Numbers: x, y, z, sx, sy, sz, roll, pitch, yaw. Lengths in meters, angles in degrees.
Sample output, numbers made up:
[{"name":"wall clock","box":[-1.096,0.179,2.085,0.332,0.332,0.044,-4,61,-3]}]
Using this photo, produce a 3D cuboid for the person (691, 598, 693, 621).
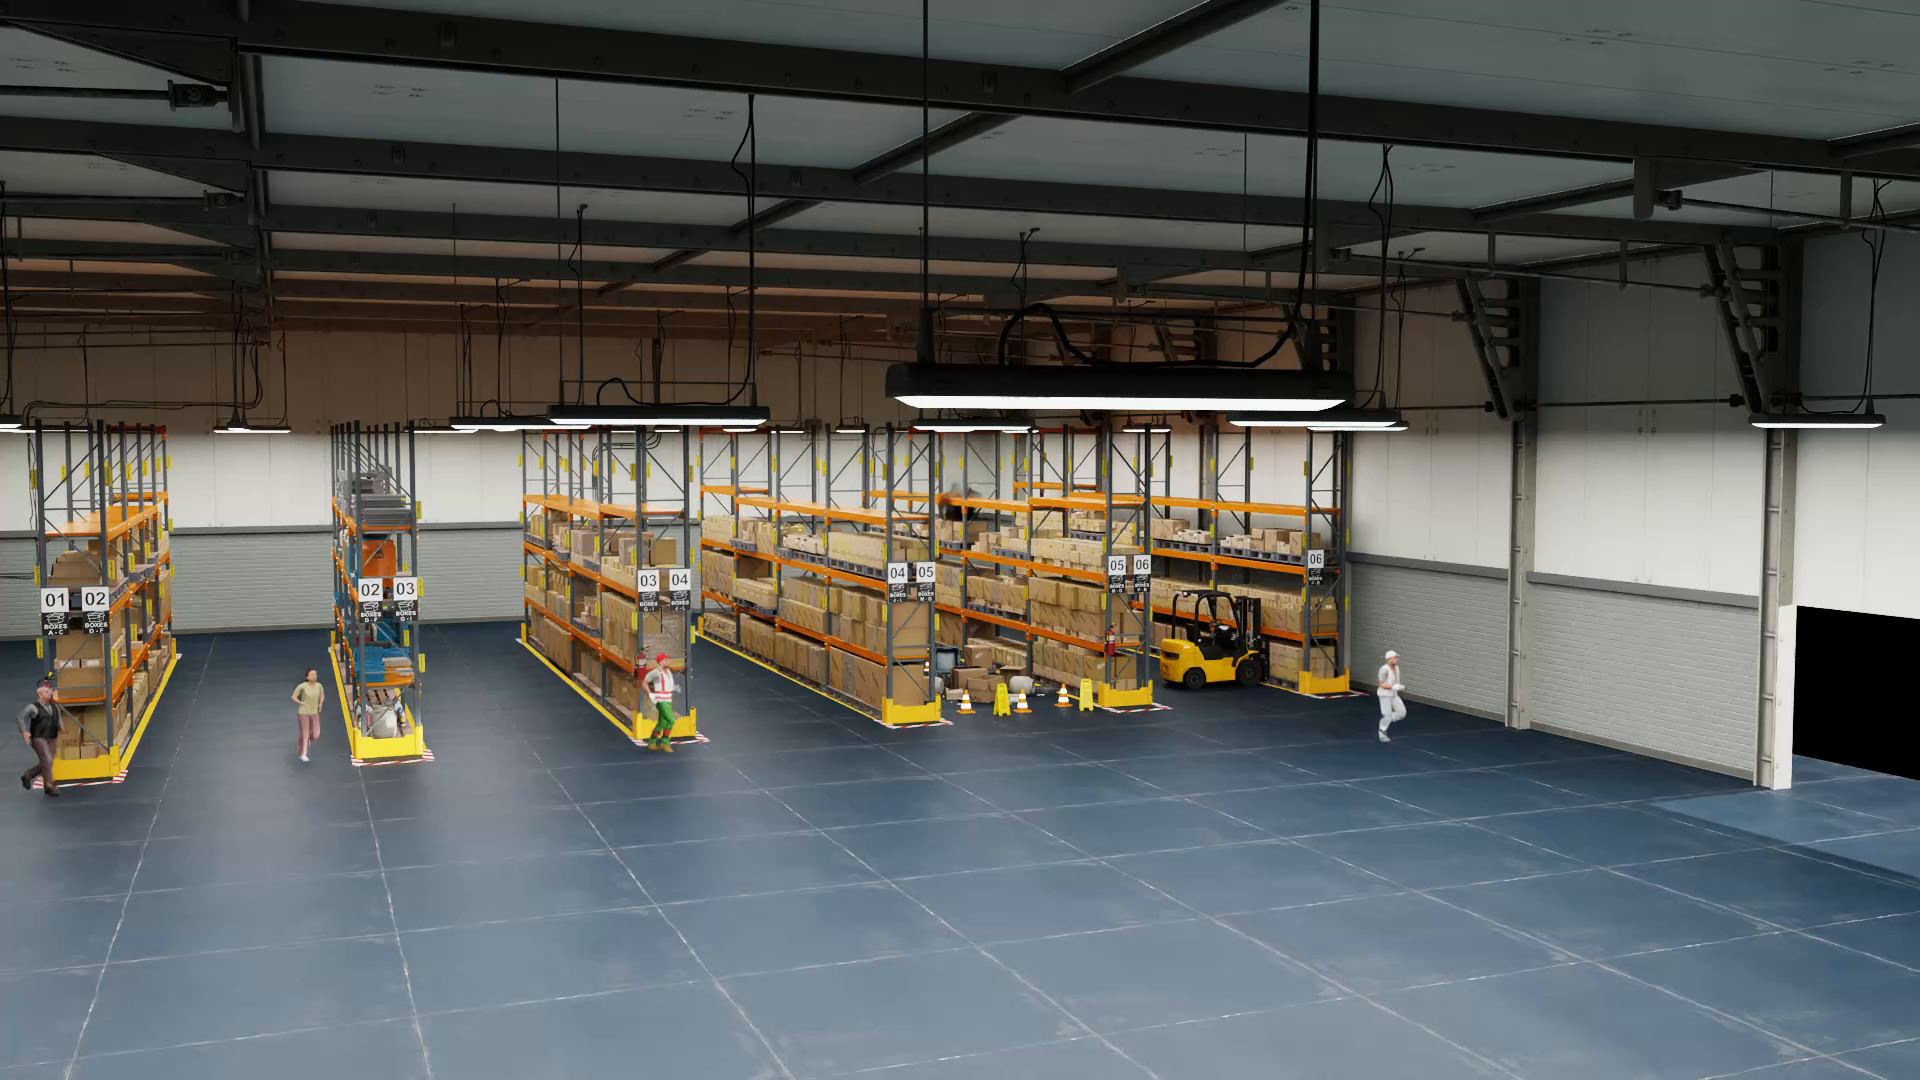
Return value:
[{"name":"person","box":[-7.529,2.032,44.997,0.673,1.770,0.836,-1,4,-22]}]

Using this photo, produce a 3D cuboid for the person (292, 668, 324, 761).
[{"name":"person","box":[-11.513,3.079,29.460,0.601,1.621,0.579,-3,5,-42]}]

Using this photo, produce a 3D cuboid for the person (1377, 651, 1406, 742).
[{"name":"person","box":[8.047,2.916,30.933,0.707,1.728,0.655,-3,5,-39]}]

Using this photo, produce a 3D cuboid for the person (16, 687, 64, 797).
[{"name":"person","box":[-14.657,3.207,26.647,0.839,1.699,0.691,1,4,19]}]

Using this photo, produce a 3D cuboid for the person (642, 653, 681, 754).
[{"name":"person","box":[-5.367,2.951,30.151,0.659,1.797,0.643,1,4,20]}]
